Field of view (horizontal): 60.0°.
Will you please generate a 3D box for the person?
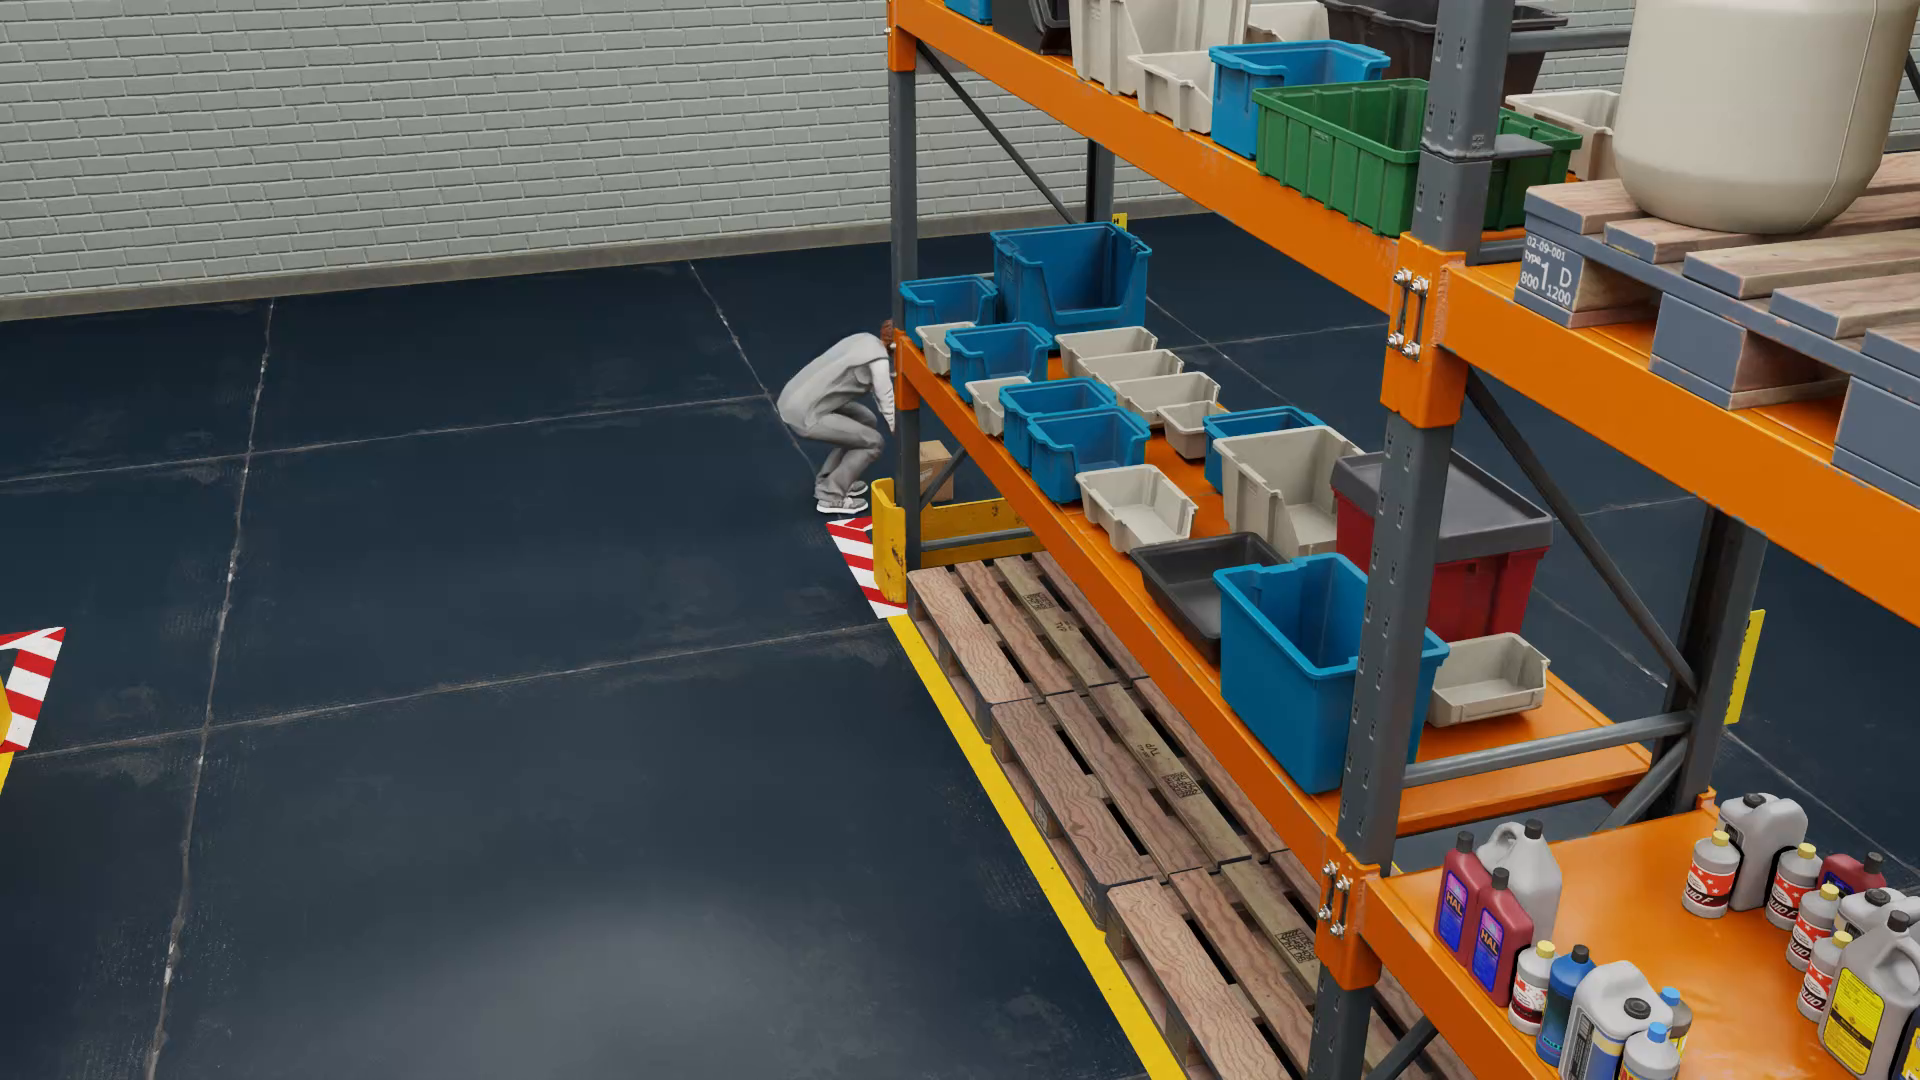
[{"bbox_3d":[-0.565,-0.660,8.708,0.763,0.986,0.456,-5,27,-11],"label":"person"}]
